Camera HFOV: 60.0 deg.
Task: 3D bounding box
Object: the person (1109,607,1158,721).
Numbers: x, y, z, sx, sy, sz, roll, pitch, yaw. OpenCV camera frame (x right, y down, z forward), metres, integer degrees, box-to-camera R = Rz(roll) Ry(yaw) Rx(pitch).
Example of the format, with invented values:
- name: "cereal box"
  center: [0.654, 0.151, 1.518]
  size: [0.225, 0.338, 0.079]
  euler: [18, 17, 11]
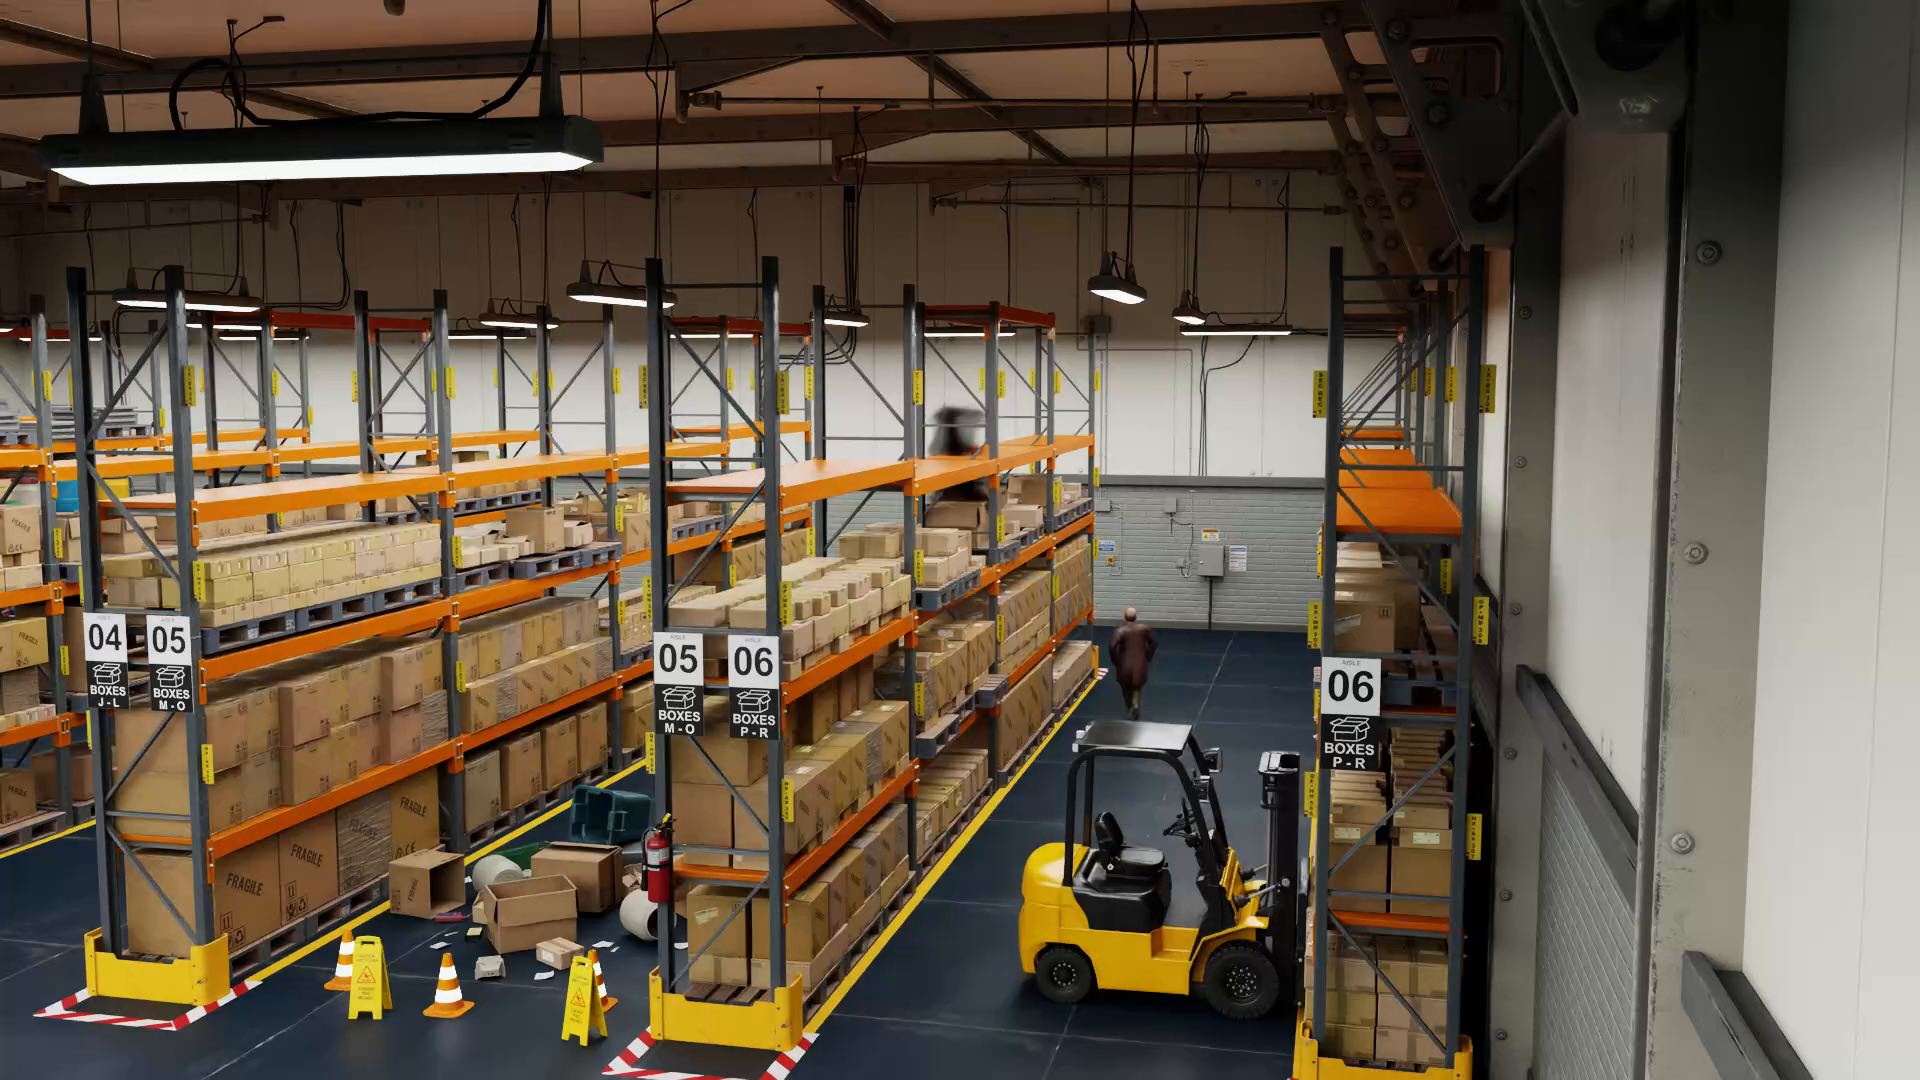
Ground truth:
- name: "person"
  center: [2.523, 1.874, 24.148]
  size: [0.726, 1.752, 0.710]
  euler: [0, 6, -1]
